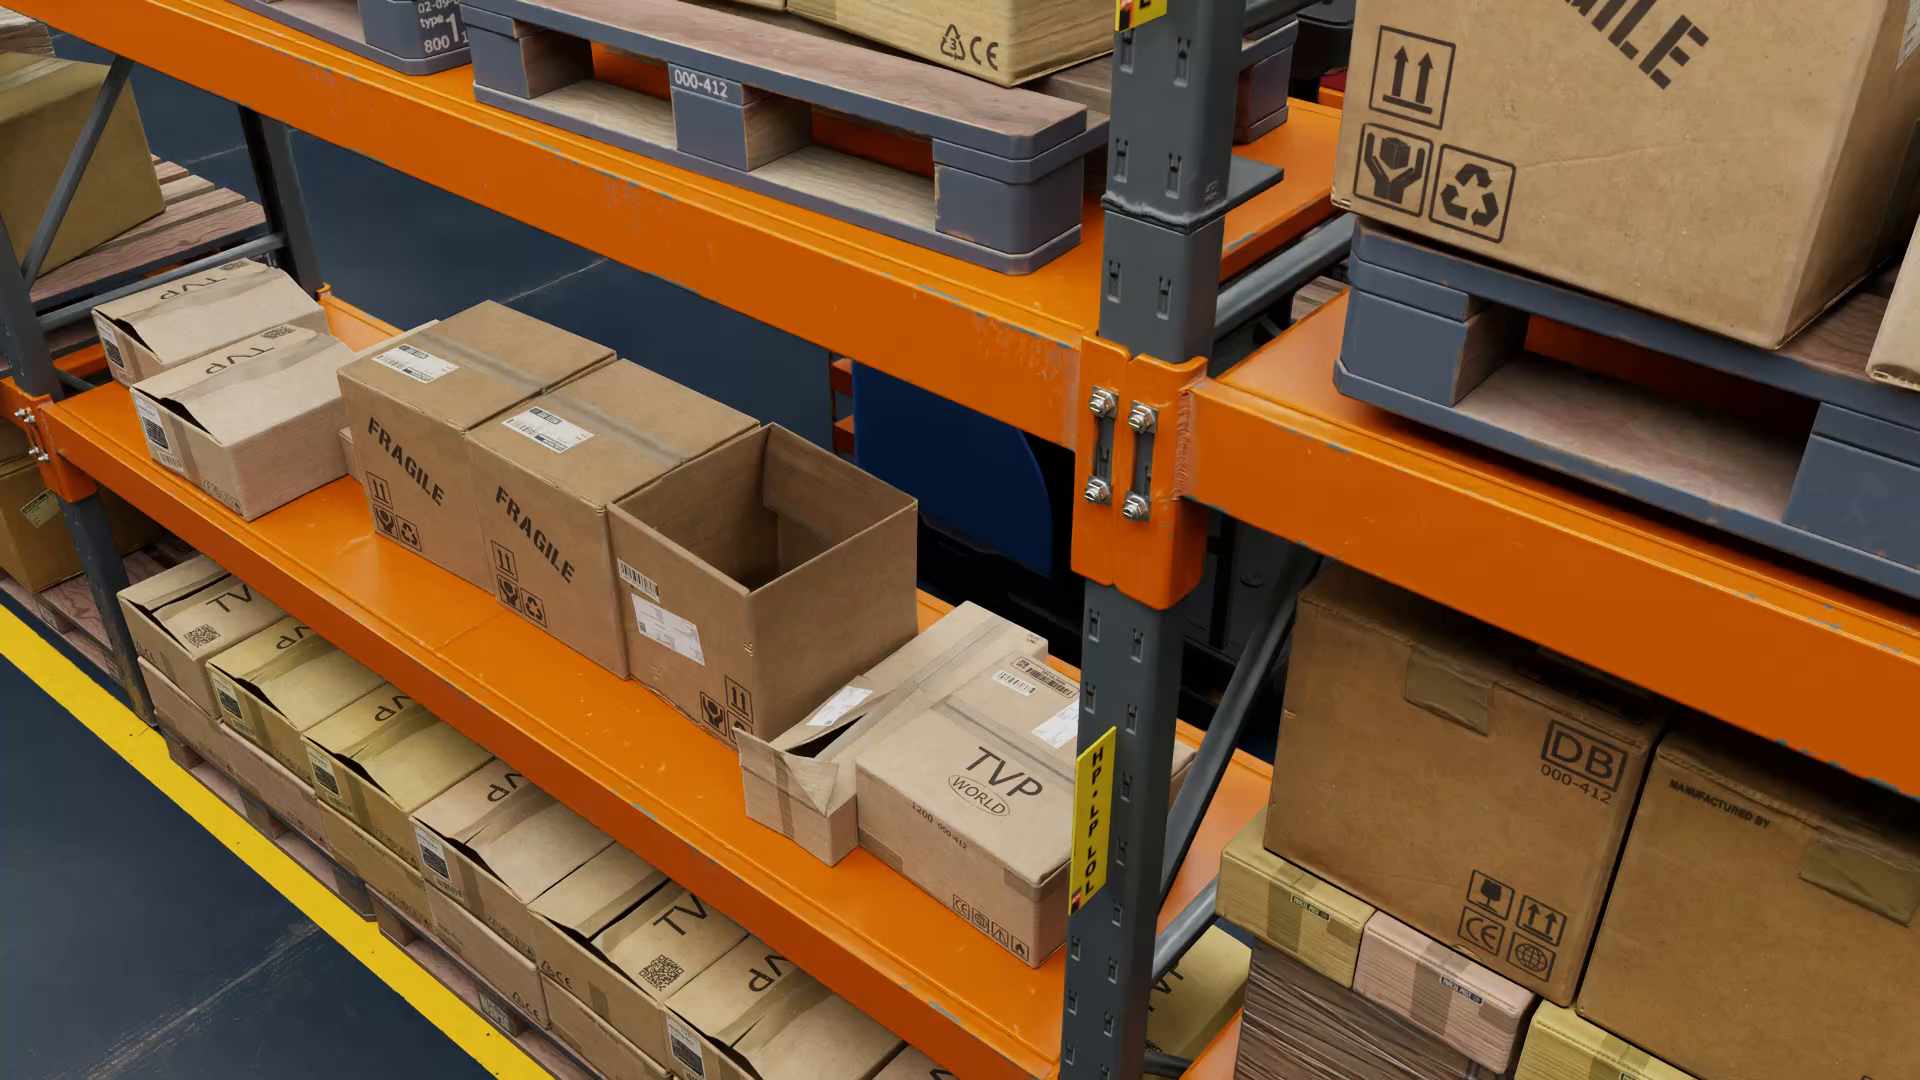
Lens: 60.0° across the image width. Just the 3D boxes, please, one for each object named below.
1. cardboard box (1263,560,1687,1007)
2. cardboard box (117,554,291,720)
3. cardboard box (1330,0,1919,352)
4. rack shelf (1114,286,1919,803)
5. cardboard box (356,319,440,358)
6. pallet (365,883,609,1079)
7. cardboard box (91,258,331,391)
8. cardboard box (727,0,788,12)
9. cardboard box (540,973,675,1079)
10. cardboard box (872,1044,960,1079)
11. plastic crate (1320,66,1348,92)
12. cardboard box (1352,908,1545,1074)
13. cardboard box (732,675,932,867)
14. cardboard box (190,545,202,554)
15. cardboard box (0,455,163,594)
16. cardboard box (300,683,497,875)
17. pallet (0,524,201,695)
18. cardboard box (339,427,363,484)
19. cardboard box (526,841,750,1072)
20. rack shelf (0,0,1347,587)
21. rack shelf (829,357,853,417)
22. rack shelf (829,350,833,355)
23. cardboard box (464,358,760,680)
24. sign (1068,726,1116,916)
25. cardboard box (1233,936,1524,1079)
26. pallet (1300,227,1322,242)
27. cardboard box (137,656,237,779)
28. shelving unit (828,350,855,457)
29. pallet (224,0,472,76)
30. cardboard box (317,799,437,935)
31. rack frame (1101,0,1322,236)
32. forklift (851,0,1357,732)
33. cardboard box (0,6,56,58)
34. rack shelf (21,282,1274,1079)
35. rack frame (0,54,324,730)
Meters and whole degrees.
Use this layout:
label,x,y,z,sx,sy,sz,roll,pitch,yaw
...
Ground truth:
label,x,y,z,sx,sy,sz,roll,pitch,yaw
cardboard box,0.887,0.216,2.552,0.500,0.500,0.700,25,42,32
cardboard box,-2.318,0.232,5.325,0.500,0.311,0.500,27,43,33
cardboard box,0.760,-0.577,1.708,0.500,0.500,0.500,29,44,35
rack shelf,2.079,0.418,1.477,4.000,0.370,1.077,25,42,32
cardboard box,-1.665,-0.506,5.059,0.250,0.149,0.380,25,42,32
pallet,-0.992,1.092,4.974,1.213,0.211,1.003,25,42,32
cardboard box,-2.281,-0.627,5.093,0.500,0.311,0.500,28,43,35
cardboard box,-0.350,-1.139,2.871,0.500,0.250,0.500,21,40,28
cardboard box,-0.744,1.201,4.409,0.500,0.250,0.500,26,42,33
cardboard box,0.047,1.341,3.710,0.500,0.311,0.500,25,42,32
plastic crate,1.686,-2.276,7.359,0.583,0.464,0.402,25,42,32
cardboard box,0.817,0.598,2.569,0.250,0.149,0.380,26,42,32
cardboard box,-0.252,0.451,3.563,0.258,0.266,0.396,24,41,31
cardboard box,-2.700,-0.255,6.291,0.500,0.500,0.500,27,43,34
cardboard box,-3.402,-0.202,6.215,0.500,0.500,0.500,27,43,34
cardboard box,-1.518,0.604,4.783,0.500,0.311,0.500,24,41,31
pallet,-3.082,0.048,6.494,1.213,0.211,1.003,25,42,32
cardboard box,-1.517,-0.274,4.721,0.250,0.149,0.380,29,44,35
cardboard box,-0.739,0.974,4.245,0.500,0.311,0.500,25,42,32
rack shelf,-0.996,-1.030,3.587,4.000,0.370,1.077,25,42,32
rack shelf,-0.367,-0.611,6.730,0.240,0.259,0.215,27,43,34
rack shelf,-0.367,-0.844,6.570,0.240,0.259,0.215,27,43,34
cardboard box,-0.828,-0.065,4.106,0.500,0.500,0.500,25,42,32
sign,0.202,0.429,2.523,0.005,0.325,0.100,25,42,32
cardboard box,0.887,0.751,2.919,0.500,0.500,0.700,24,41,31
pallet,1.210,-1.522,8.779,1.213,0.211,1.003,25,42,32
cardboard box,-2.318,0.463,5.484,0.500,0.250,0.500,25,42,32
shelving unit,-0.367,-0.619,6.724,0.252,1.050,0.215,27,43,34
pallet,-1.093,-1.363,3.602,1.213,0.211,1.003,27,43,34
cardboard box,-1.528,0.830,4.949,0.500,0.250,0.500,24,41,31
rack frame,0.541,-1.839,1.479,0.127,3.000,1.000,25,42,32
forklift,1.002,-0.864,5.418,3.031,2.935,1.130,27,43,34
cardboard box,-3.669,-1.623,6.004,0.700,0.500,0.500,-25,42,-31
rack shelf,-0.996,0.206,4.436,4.000,0.370,1.077,25,42,32
rack frame,-2.533,-0.815,5.287,0.127,3.000,1.000,25,42,32
